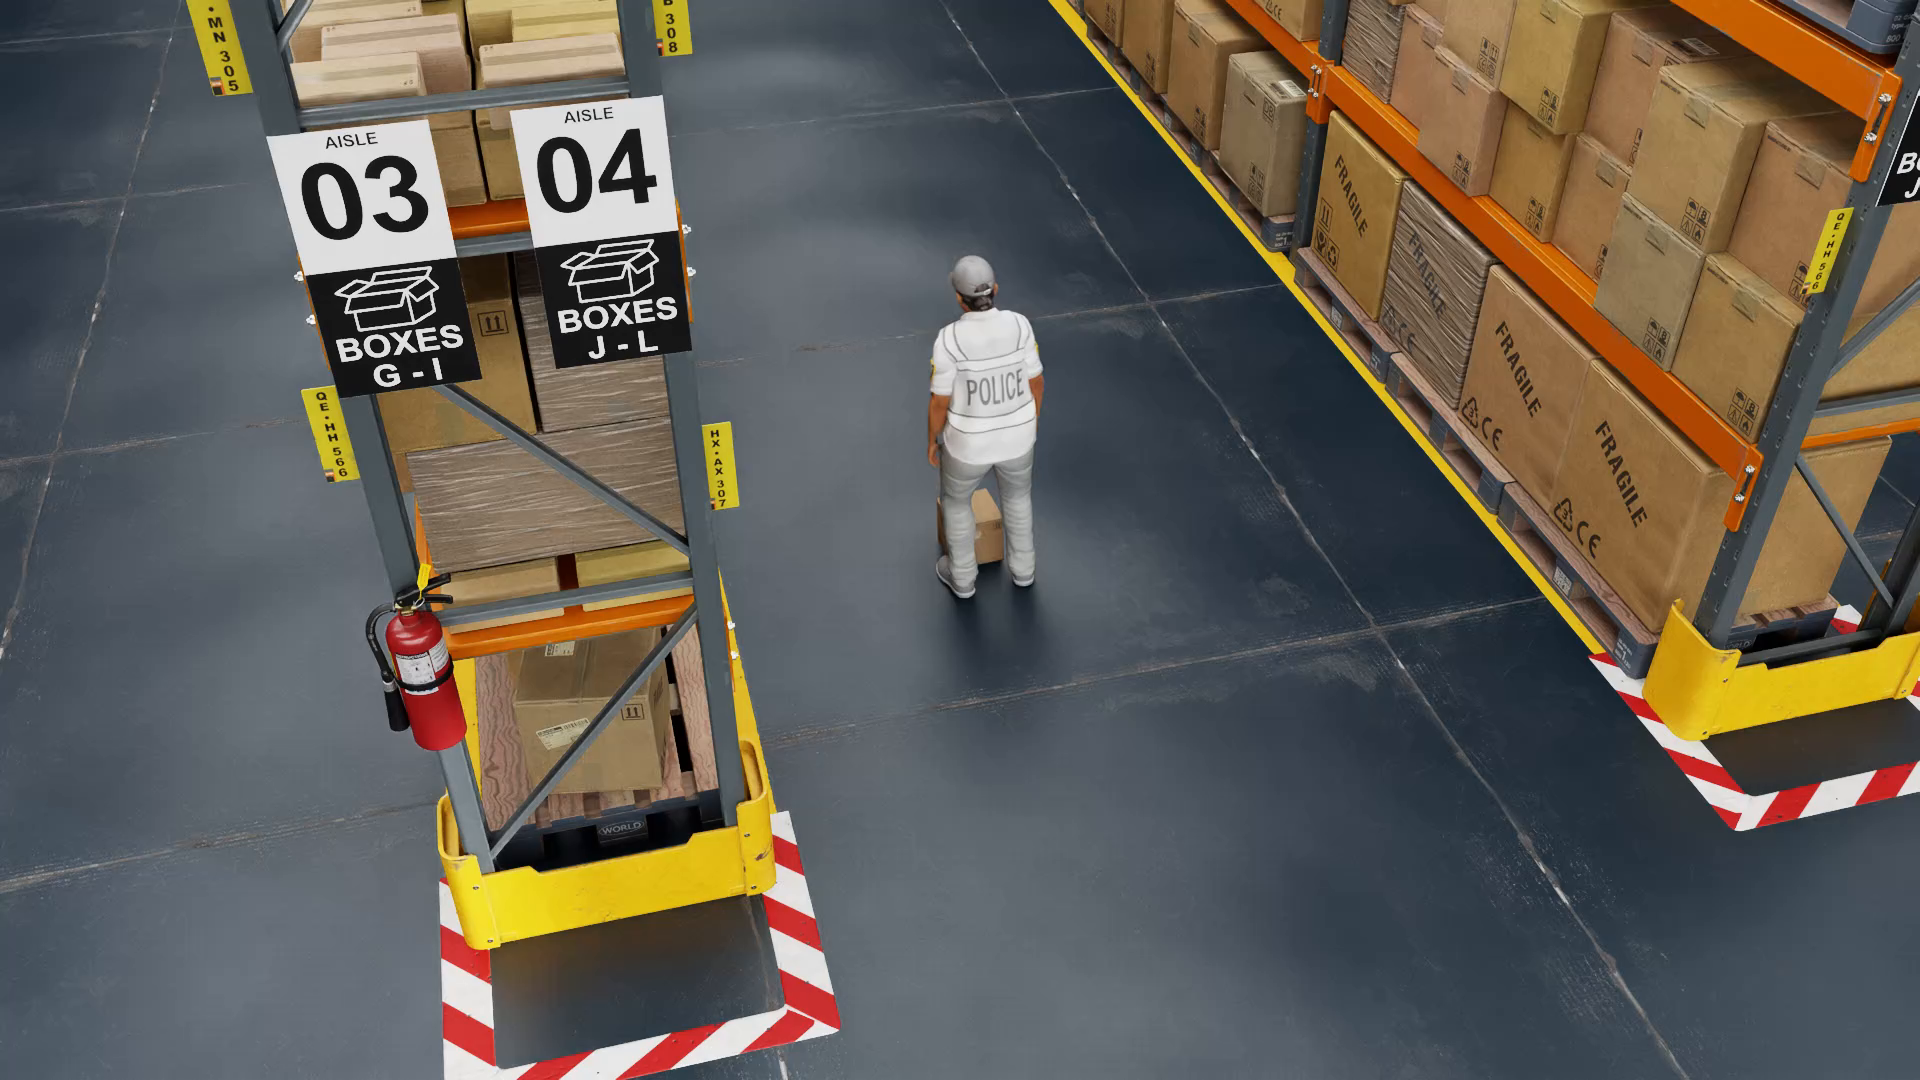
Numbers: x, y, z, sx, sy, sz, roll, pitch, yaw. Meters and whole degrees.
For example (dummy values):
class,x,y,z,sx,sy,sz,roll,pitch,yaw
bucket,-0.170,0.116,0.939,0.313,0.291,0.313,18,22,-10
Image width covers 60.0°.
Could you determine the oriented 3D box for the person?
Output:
class,x,y,z,sx,sy,sz,roll,pitch,yaw
person,0.112,-0.474,7.307,0.557,1.665,0.467,-12,40,-14
